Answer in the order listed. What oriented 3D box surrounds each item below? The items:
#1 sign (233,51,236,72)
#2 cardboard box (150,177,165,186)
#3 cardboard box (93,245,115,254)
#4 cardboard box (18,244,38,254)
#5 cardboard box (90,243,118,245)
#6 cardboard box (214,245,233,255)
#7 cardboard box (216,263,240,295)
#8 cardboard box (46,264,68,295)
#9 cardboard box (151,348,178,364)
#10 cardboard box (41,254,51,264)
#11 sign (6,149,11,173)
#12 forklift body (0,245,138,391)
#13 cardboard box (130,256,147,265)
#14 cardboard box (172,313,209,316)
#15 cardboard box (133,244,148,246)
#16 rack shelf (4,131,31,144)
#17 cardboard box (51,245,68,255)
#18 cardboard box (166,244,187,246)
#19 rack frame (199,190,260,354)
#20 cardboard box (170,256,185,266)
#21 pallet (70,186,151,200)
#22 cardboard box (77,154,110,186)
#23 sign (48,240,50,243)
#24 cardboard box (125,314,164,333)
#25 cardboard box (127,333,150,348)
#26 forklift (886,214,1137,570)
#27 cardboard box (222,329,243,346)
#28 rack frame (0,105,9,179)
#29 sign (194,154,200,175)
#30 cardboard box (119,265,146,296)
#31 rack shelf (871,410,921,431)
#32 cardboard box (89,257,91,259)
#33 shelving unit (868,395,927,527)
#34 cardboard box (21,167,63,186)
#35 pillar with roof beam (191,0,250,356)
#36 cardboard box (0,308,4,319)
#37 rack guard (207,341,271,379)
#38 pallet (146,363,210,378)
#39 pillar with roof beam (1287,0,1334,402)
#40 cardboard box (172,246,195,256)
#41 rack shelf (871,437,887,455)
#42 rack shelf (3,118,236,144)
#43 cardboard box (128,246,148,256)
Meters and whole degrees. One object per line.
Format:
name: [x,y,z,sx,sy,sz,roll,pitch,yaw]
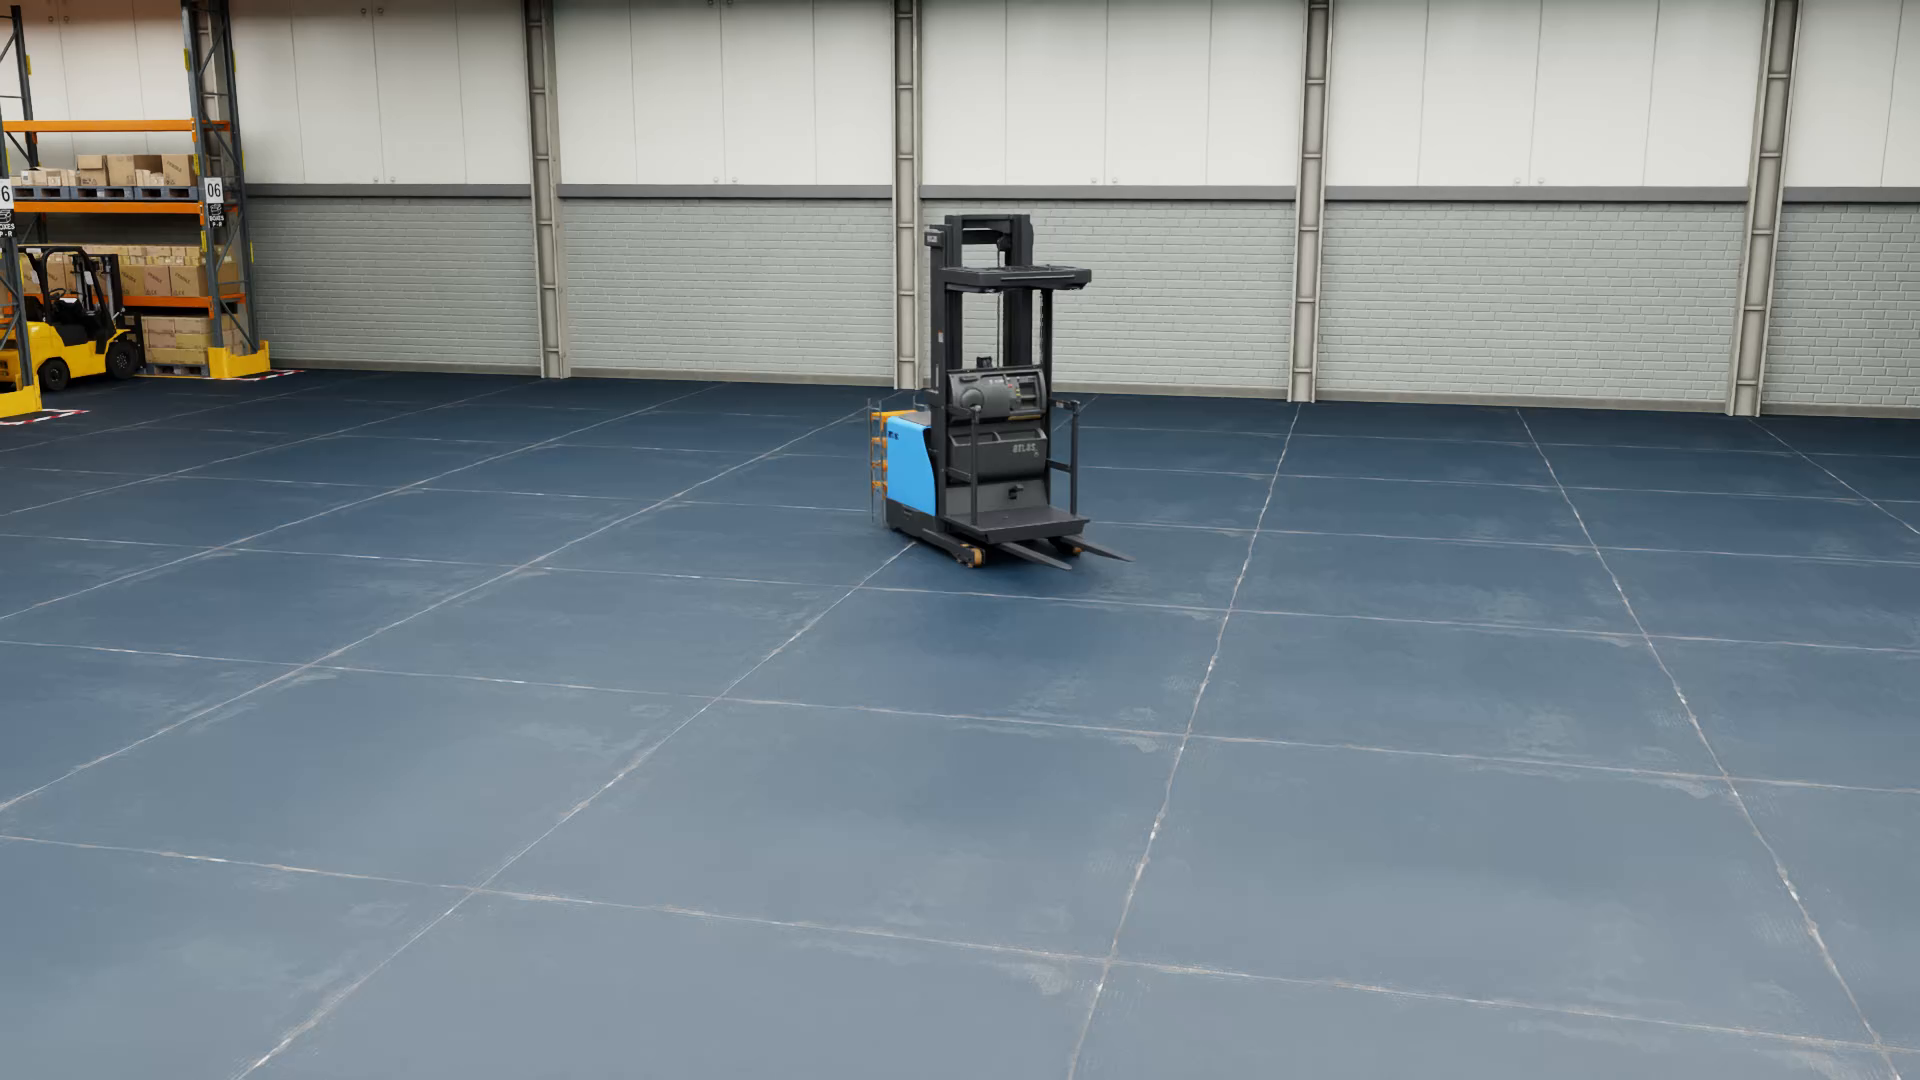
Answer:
sign: [-11.848,-7.803,27.107,0.005,0.325,0.100,3,13,14]
cardboard box: [-12.865,-5.799,26.903,0.250,0.149,0.380,3,13,12]
cardboard box: [-14.117,-4.805,27.550,0.250,0.149,0.380,3,13,14]
cardboard box: [-15.633,-4.864,27.817,0.250,0.149,0.380,3,13,15]
cardboard box: [-14.490,-4.940,28.159,0.250,0.149,0.380,3,13,13]
cardboard box: [-12.262,-4.798,27.518,0.250,0.149,0.380,3,13,12]
cardboard box: [-12.402,-4.358,27.719,0.500,0.500,0.500,3,13,15]
cardboard box: [-14.993,-4.380,27.818,0.500,0.500,0.500,3,13,15]
cardboard box: [-13.000,-3.073,27.539,0.500,0.250,0.500,3,13,14]
cardboard box: [-15.113,-4.705,27.788,0.250,0.149,0.380,3,13,13]
sign: [-13.043,-5.186,22.740,0.005,0.325,0.100,3,13,14]
forklift body: [-14.266,-3.525,26.157,1.214,2.155,2.313,3,13,14]
cardboard box: [-13.392,-4.602,27.322,0.250,0.149,0.380,3,13,12]
cardboard box: [-12.895,-3.665,27.900,0.500,0.250,0.500,3,13,14]
cardboard box: [-13.757,-4.884,27.907,0.250,0.149,0.380,3,13,14]
rack shelf: [-17.813,-6.918,28.226,4.000,0.370,1.077,3,13,14]
cardboard box: [-14.882,-4.823,27.633,0.250,0.149,0.380,3,13,15]
cardboard box: [-13.005,-4.845,27.732,0.250,0.149,0.380,3,13,14]
rack frame: [-11.988,-4.225,27.351,0.127,3.000,1.000,3,13,14]
cardboard box: [-12.646,-4.556,27.117,0.250,0.149,0.380,3,13,14]
pallet: [-13.856,-5.751,27.509,1.213,0.211,1.003,3,13,14]
cardboard box: [-14.005,-6.078,27.338,0.637,0.503,0.797,3,13,15]
sign: [-15.740,-5.010,28.710,0.005,0.325,0.100,3,13,14]
cardboard box: [-13.499,-3.583,27.529,0.500,0.250,0.500,3,13,14]
cardboard box: [-13.526,-3.342,27.595,0.500,0.250,0.500,3,13,12]
forklift: [0.433,-1.306,14.354,1.130,2.935,3.031,-6,14,-27]
cardboard box: [-12.394,-3.400,27.856,0.500,0.250,0.500,3,13,15]
rack frame: [-13.173,-6.110,21.995,0.127,3.000,1.000,3,13,14]
sign: [-12.131,-5.969,26.427,0.005,0.325,0.100,3,13,14]
cardboard box: [-13.527,-4.299,27.456,0.500,0.500,0.500,3,13,12]
rack shelf: [-0.590,-1.143,15.784,0.480,0.148,0.258,-7,13,-30]
cardboard box: [-14.389,-4.654,27.555,0.250,0.149,0.380,3,13,12]
shelving unit: [-0.583,-0.758,15.859,0.503,1.200,0.258,-7,13,-30]
cardboard box: [-15.122,-6.013,27.489,0.500,0.311,0.500,3,13,15]
pillar with roof beam: [-13.479,-6.474,23.638,0.548,9.000,9.100,3,13,14]
cardboard box: [-13.453,-3.119,22.948,0.250,0.149,0.380,3,13,14]
rack guard: [-11.964,-3.003,27.616,0.348,0.500,1.175,3,13,14]
pallet: [-12.740,-2.894,27.792,1.213,0.211,1.003,3,13,14]
pillar with roof beam: [3.997,-5.540,19.427,0.400,9.000,9.100,3,13,14]
cardboard box: [-12.633,-4.716,27.150,0.250,0.149,0.380,3,13,14]
rack shelf: [-0.586,-0.911,15.829,0.480,0.148,0.258,-7,13,-30]
rack shelf: [-13.929,-6.711,27.290,4.000,0.370,1.077,3,13,14]
cardboard box: [-13.397,-4.743,27.270,0.250,0.149,0.380,3,13,15]
